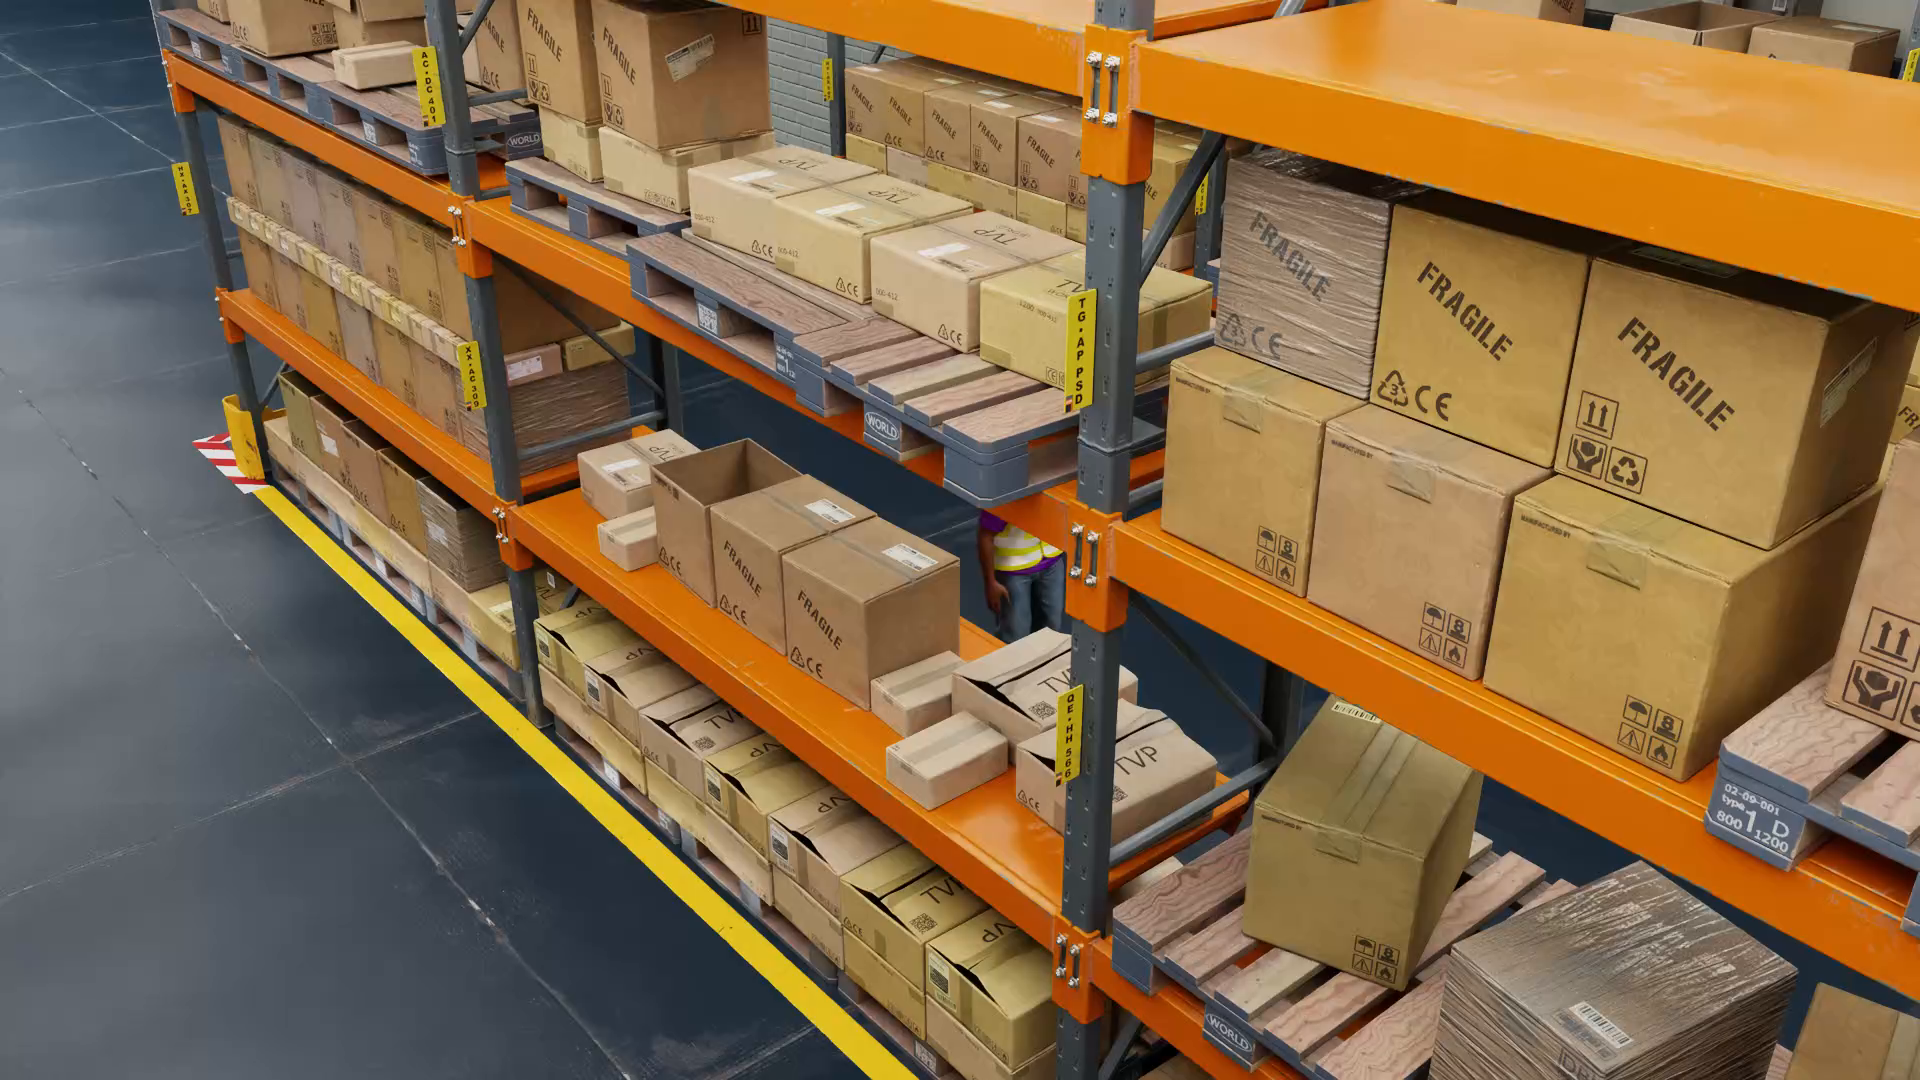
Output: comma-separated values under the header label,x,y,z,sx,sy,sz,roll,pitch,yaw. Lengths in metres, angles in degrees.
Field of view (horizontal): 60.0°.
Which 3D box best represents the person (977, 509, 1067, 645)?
label,x,y,z,sx,sy,sz,roll,pitch,yaw
person,0.360,0.130,8.358,0.632,1.760,0.463,-22,35,-35
